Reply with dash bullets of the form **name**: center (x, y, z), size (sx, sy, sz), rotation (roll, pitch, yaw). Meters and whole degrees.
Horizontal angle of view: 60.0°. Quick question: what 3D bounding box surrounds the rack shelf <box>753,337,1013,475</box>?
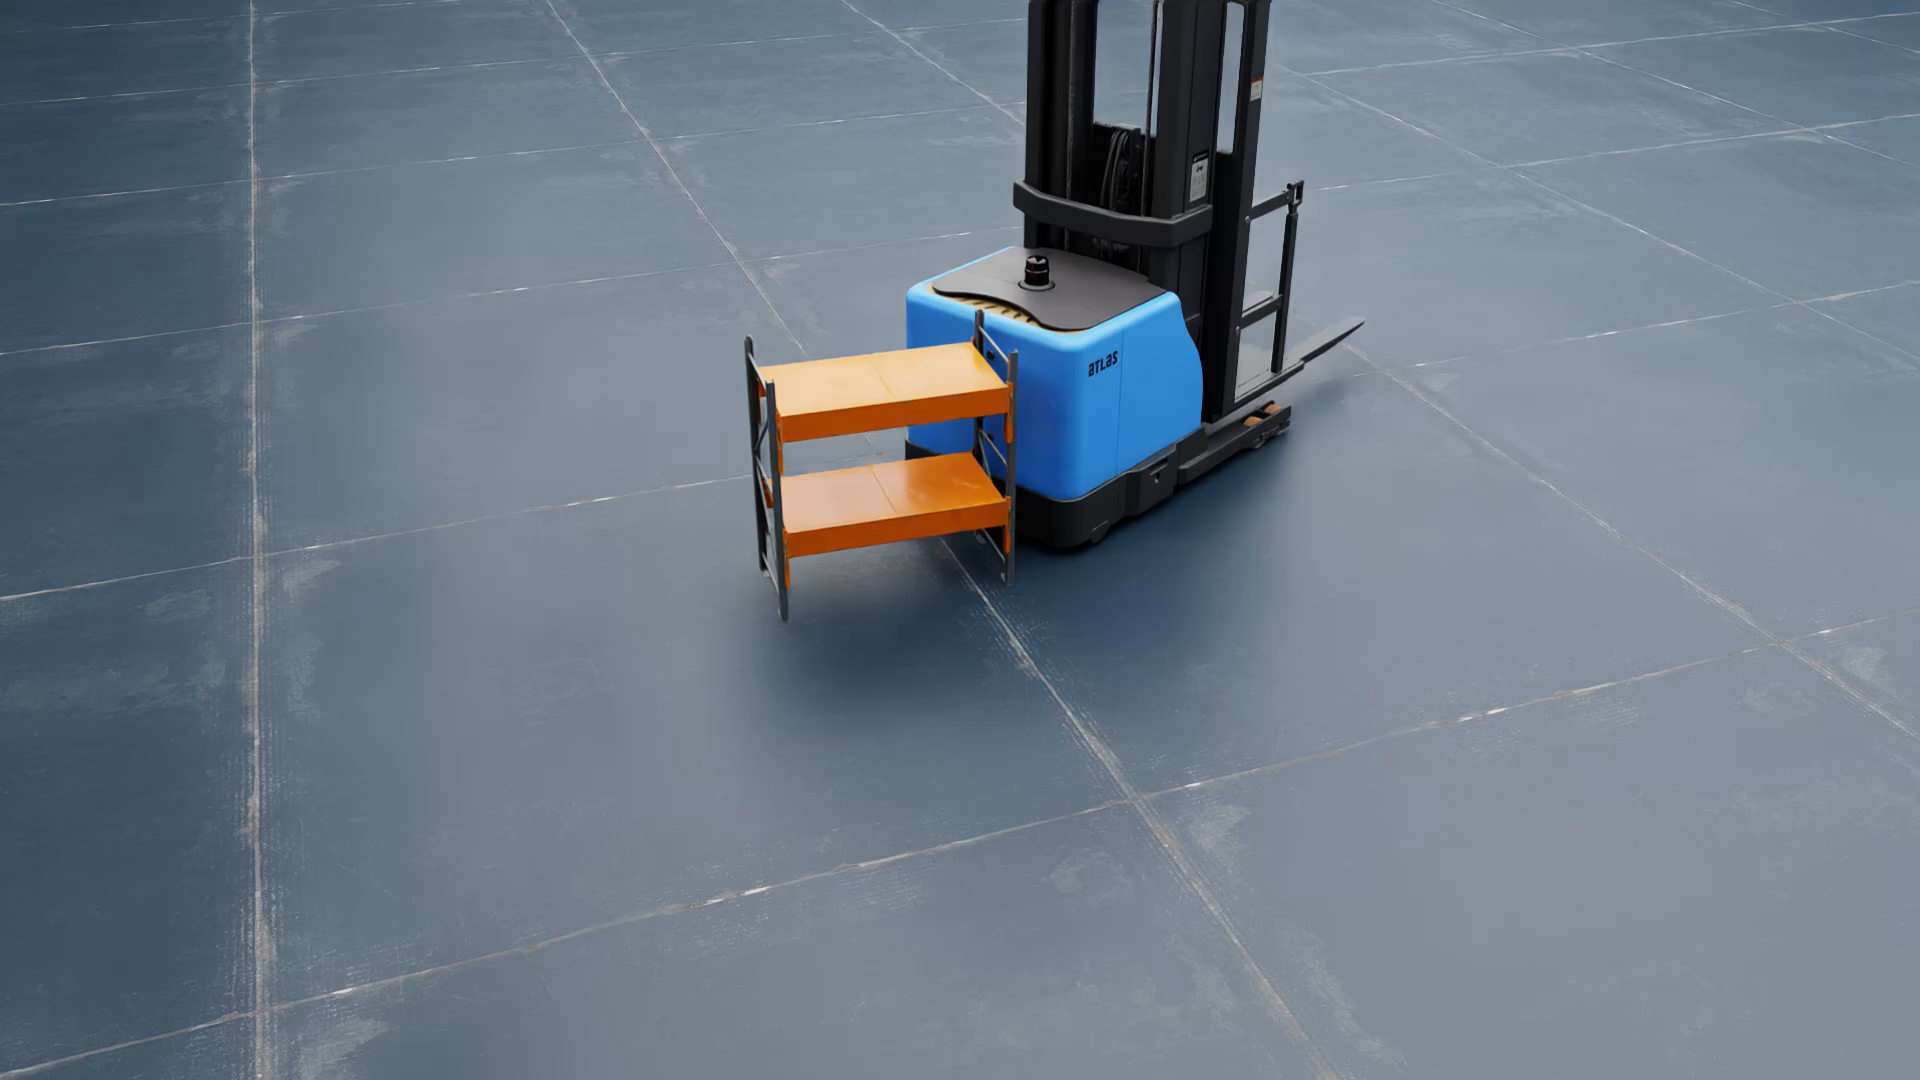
- **rack shelf**: center (-0.334, -0.579, 7.039), size (1.000, 0.278, 0.538), rotation (-9, 31, -15)

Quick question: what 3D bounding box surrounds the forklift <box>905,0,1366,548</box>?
- **forklift**: center (1.080, -1.889, 8.105), size (1.130, 2.935, 3.031), rotation (23, 37, 35)

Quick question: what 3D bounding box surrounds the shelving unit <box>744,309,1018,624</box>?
- **shelving unit**: center (-0.334, -0.325, 7.184), size (1.048, 1.125, 0.538), rotation (-9, 31, -15)

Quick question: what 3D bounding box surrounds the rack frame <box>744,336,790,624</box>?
- **rack frame**: center (-0.820, -0.250, 7.053), size (0.032, 1.125, 0.500), rotation (-9, 31, -15)

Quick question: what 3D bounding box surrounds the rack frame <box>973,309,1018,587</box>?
- **rack frame**: center (0.151, -0.399, 7.315), size (0.032, 1.125, 0.500), rotation (-9, 31, -15)

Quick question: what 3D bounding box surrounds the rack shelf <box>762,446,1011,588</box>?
- **rack shelf**: center (-0.334, -0.112, 7.305), size (1.000, 0.278, 0.538), rotation (-9, 31, -15)
